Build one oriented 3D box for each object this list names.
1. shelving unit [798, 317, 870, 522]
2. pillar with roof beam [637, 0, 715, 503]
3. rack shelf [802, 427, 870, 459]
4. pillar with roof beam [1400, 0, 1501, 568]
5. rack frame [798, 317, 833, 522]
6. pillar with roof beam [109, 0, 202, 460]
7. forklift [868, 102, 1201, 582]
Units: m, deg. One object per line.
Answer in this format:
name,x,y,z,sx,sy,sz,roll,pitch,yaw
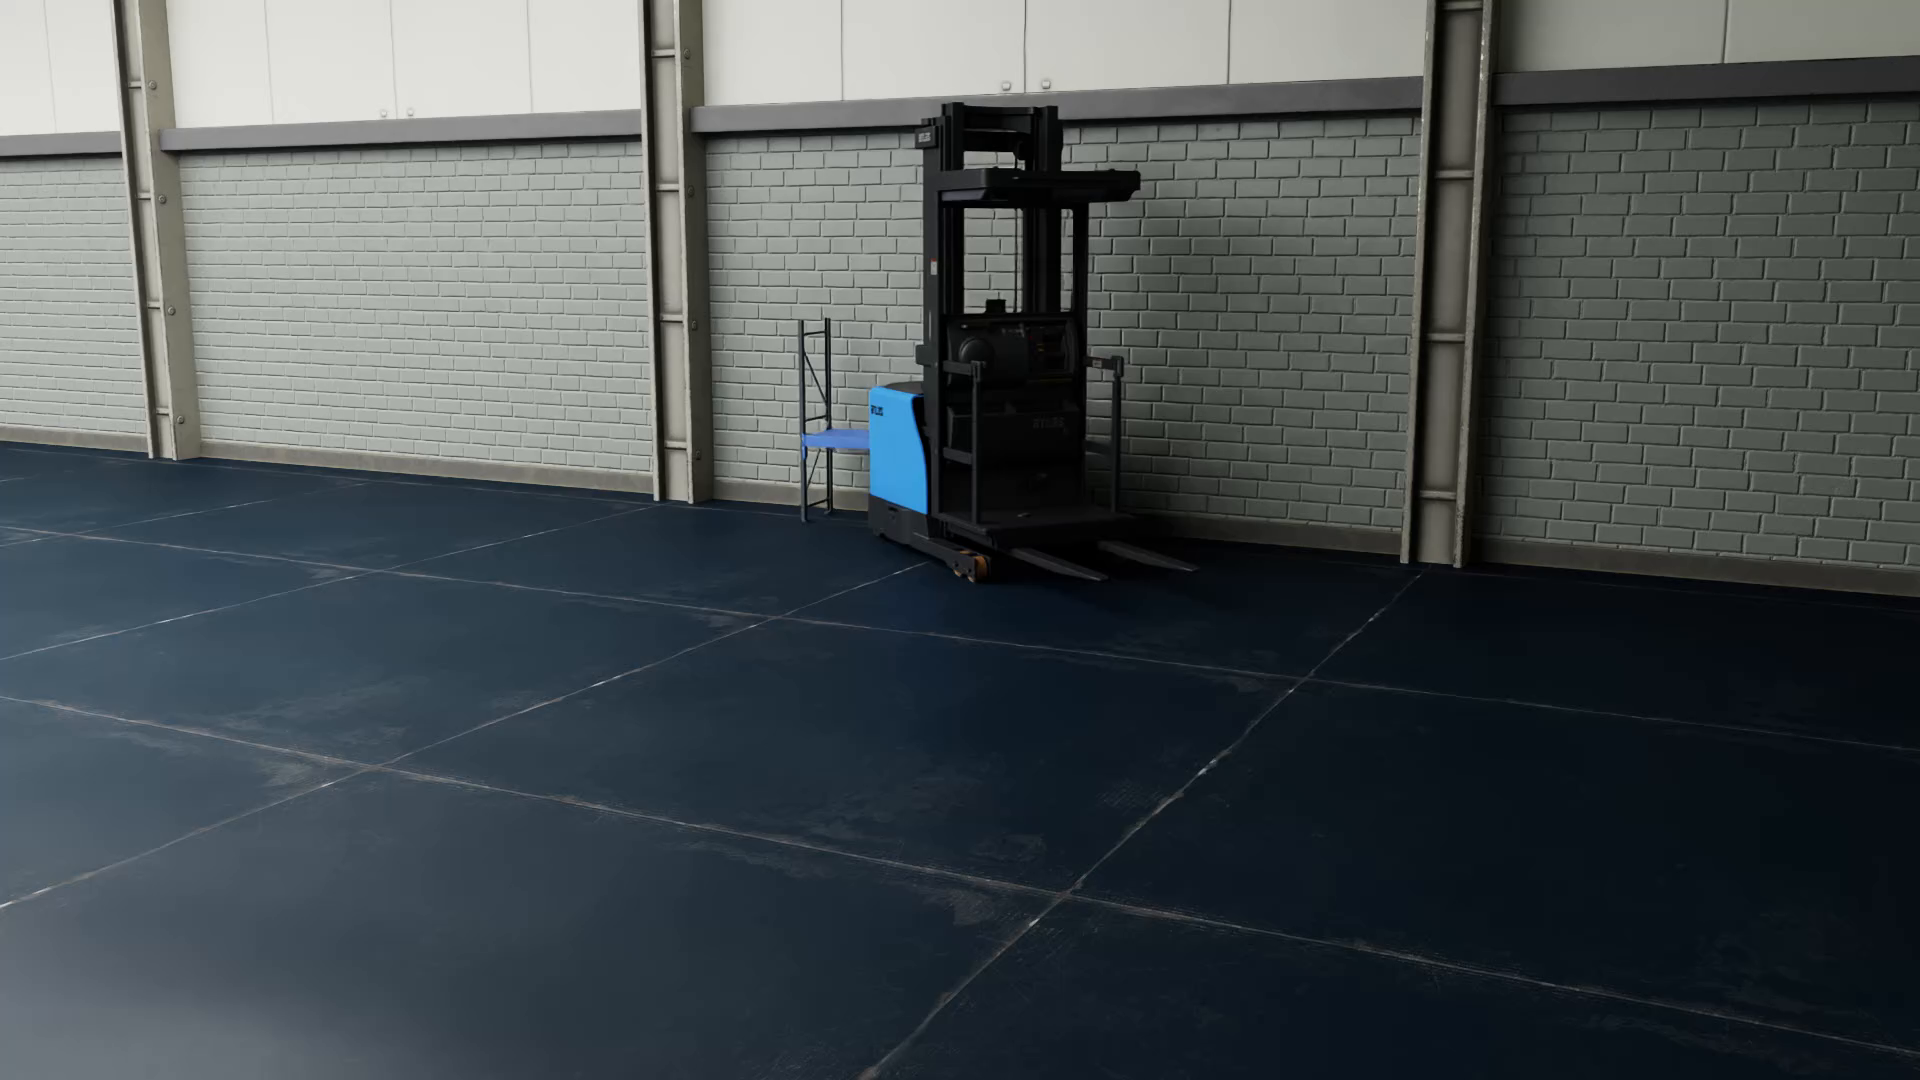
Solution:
shelving unit,-0.616,-0.886,12.415,1.048,1.500,0.538,4,11,20
pillar with roof beam,-4.153,-4.074,8.971,0.400,9.000,9.100,5,11,26
rack shelf,-0.616,-0.709,12.447,1.000,0.185,0.538,4,11,20
pillar with roof beam,1.228,-3.601,6.359,0.400,9.000,9.100,5,11,26
rack frame,-1.091,-0.918,12.593,0.032,1.500,0.500,4,11,20
pillar with roof beam,-9.534,-4.547,11.583,0.400,9.000,9.100,5,11,26
forklift,0.435,-1.270,10.516,1.130,2.935,3.031,-5,11,-25
